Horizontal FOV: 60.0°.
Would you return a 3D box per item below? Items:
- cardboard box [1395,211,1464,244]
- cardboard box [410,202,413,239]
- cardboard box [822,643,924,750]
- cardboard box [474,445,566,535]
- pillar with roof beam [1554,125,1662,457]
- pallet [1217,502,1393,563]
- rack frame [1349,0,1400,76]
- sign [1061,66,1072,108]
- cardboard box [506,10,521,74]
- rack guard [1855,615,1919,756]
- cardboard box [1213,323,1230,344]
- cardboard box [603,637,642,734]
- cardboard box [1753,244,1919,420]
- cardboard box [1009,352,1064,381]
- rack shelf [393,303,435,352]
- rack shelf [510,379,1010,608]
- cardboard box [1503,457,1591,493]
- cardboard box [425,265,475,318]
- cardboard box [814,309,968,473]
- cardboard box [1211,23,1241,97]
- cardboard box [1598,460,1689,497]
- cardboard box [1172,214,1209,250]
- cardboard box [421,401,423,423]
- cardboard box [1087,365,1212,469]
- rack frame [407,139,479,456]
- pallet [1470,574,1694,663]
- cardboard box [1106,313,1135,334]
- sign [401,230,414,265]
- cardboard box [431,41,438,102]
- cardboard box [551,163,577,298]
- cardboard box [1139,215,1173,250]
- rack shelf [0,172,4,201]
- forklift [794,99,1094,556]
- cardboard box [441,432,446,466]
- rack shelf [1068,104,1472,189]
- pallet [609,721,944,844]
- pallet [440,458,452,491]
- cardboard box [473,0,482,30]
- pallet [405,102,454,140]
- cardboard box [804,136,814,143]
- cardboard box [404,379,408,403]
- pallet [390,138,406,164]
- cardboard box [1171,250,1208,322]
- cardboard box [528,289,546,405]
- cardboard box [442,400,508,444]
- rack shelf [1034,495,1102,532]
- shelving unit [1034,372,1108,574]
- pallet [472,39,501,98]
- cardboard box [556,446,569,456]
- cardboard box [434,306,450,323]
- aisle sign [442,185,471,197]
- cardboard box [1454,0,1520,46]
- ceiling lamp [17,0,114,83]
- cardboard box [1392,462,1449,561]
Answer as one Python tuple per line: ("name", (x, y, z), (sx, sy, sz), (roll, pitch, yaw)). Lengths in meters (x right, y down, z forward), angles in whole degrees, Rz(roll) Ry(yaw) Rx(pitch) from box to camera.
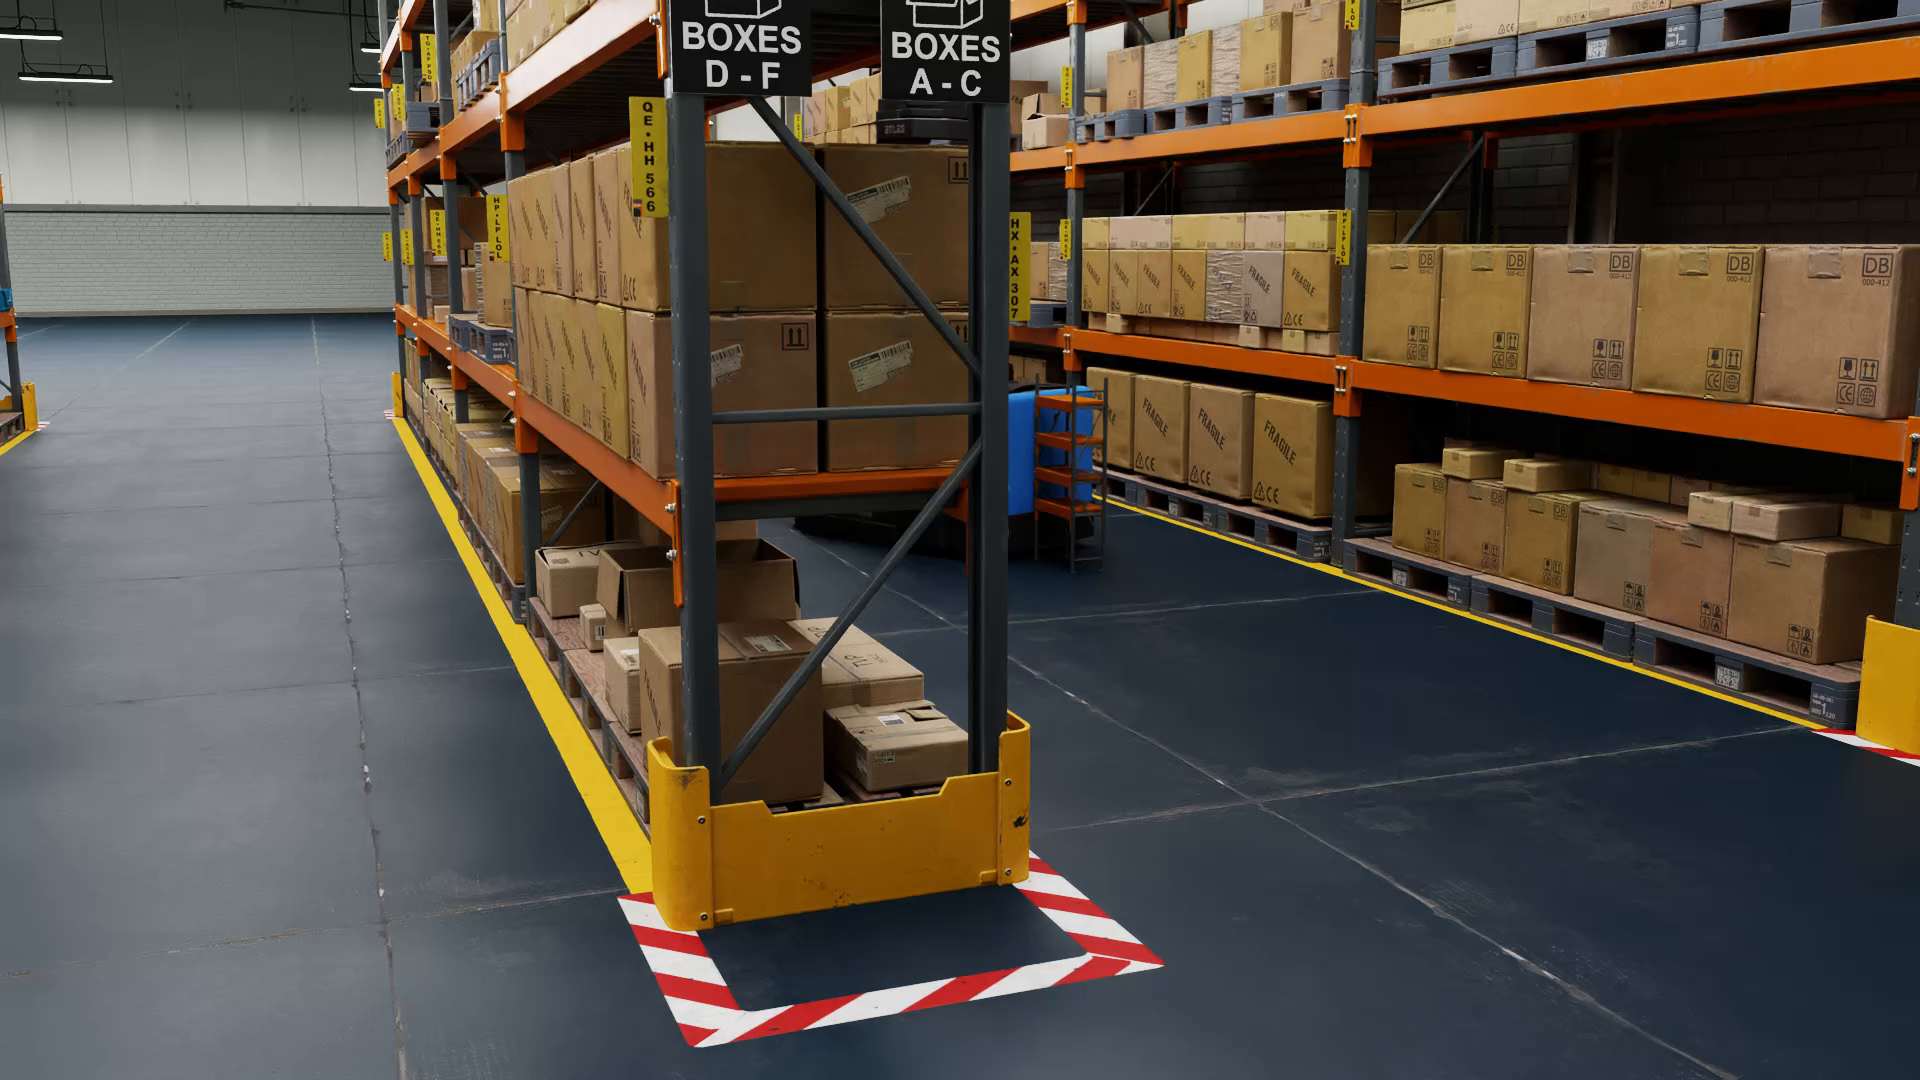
("cardboard box", (2.904, -2.003, 10.782), (0.500, 0.250, 0.500), (-4, 11, -19))
("cardboard box", (-5.581, -3.415, 18.063), (0.700, 0.500, 0.500), (-4, 11, -21))
("cardboard box", (-0.452, 0.580, 6.189), (0.500, 0.250, 0.500), (-4, 11, -21))
("cardboard box", (-2.773, -0.316, 10.512), (0.500, 0.500, 0.500), (-4, 11, -23))
("pillar with roof beam", (-0.125, -3.958, 7.974), (9.100, 9.000, 0.400), (-4, 11, -21))
("pallet", (2.478, -0.085, 11.294), (1.003, 0.211, 1.213), (-4, 11, -21))
("rack frame", (2.828, -4.290, 9.844), (1.000, 3.000, 0.127), (-4, 11, -21))
("sign", (0.872, -3.687, 13.540), (0.100, 0.325, 0.005), (-4, 11, -21))
("cardboard box", (-1.842, -2.329, 7.814), (0.500, 0.250, 0.500), (-4, 11, -21))
("rack guard", (4.286, 0.551, 6.895), (1.175, 0.500, 0.348), (-4, 11, -21))
("cardboard box", (2.022, -1.470, 11.780), (0.380, 0.149, 0.250), (-4, 11, -22))
("cardboard box", (-1.081, 0.538, 6.424), (0.500, 0.250, 0.500), (-4, 11, -21))
("cardboard box", (4.083, -0.914, 7.137), (0.980, 0.700, 0.700), (-3, 11, -18))
("cardboard box", (0.729, -1.639, 15.812), (0.500, 0.250, 0.500), (-4, 11, -21))
("rack shelf", (-5.412, -2.300, 17.838), (1.077, 0.370, 4.000), (-4, 11, -21))
("rack shelf", (-1.063, -0.341, 6.826), (1.077, 0.370, 4.000), (-4, 11, -21))
("cardboard box", (3.146, -0.351, 8.913), (0.380, 0.149, 0.250), (-4, 11, -23))
("cardboard box", (-4.854, -2.449, 16.335), (0.700, 0.500, 0.500), (-4, 11, -22))
("cardboard box", (-0.254, -0.507, 5.420), (0.500, 0.500, 0.500), (-4, 11, -20))
("cardboard box", (2.227, -3.402, 11.876), (0.700, 0.500, 0.500), (-4, 11, -21))
("cardboard box", (3.610, -0.327, 8.782), (0.380, 0.149, 0.250), (-4, 11, -22))
("cardboard box", (1.874, -2.222, 12.012), (0.500, 0.250, 0.500), (-4, 11, -22))
("cardboard box", (-5.059, -1.242, 16.491), (0.500, 0.250, 0.500), (-4, 11, -21))
("cardboard box", (1.522, -1.009, 13.469), (0.750, 0.750, 0.750), (-4, 11, -22))
("rack frame", (-4.687, -2.327, 15.939), (1.000, 3.000, 0.127), (-4, 11, -21))
("pallet", (3.476, 0.365, 8.766), (1.003, 0.211, 1.213), (-4, 11, -21))
("cardboard box", (1.382, -1.717, 13.167), (0.380, 0.149, 0.250), (-4, 11, -19))
("sign", (-5.204, -2.757, 15.657), (0.100, 0.325, 0.005), (-4, 11, -21))
("cardboard box", (-4.500, -4.203, 15.007), (0.500, 0.500, 0.500), (-4, 11, -20))
("cardboard box", (-1.318, -1.216, 6.550), (0.500, 0.500, 0.500), (-4, 11, -19))
("cardboard box", (1.683, -2.305, 12.478), (0.500, 0.250, 0.500), (-4, 11, -21))
("rack shelf", (-10.030, -3.463, 15.811), (1.077, 0.370, 4.000), (-4, 11, -21))
("forklift", (-0.521, -1.520, 11.594), (3.031, 2.935, 1.130), (9, 14, 42))
("cardboard box", (-4.025, -0.764, 13.803), (0.500, 0.250, 0.500), (-4, 11, -20))
("rack shelf", (2.103, -2.786, 12.005), (1.077, 0.370, 4.000), (-4, 11, -21))
("pallet", (-0.656, 0.862, 5.973), (1.003, 0.211, 1.213), (-4, 11, -21))
("pallet", (-3.938, -0.637, 14.400), (1.003, 0.211, 1.213), (-4, 11, -21))
("cardboard box", (-3.085, -3.621, 11.507), (0.500, 0.500, 0.500), (-4, 11, -21))
("pallet", (-3.567, -3.163, 12.613), (1.213, 0.211, 1.003), (-3, 11, -18))
("cardboard box", (-1.633, -4.761, 20.711), (0.500, 0.500, 0.500), (-4, 11, -19))
("cardboard box", (-6.149, -1.732, 19.242), (0.500, 0.250, 0.500), (-4, 11, -21))
("pallet", (-5.459, -4.097, 17.575), (1.003, 0.211, 1.213), (-4, 11, -21))
("cardboard box", (1.872, -1.848, 12.051), (0.500, 0.500, 0.500), (-4, 11, -19))
("cardboard box", (-1.669, -0.887, 7.556), (0.500, 0.500, 0.500), (-4, 11, -20))
("cardboard box", (-3.851, -0.958, 13.291), (0.500, 0.311, 0.500), (-4, 11, -22))
("rack shelf", (0.690, -0.170, 10.466), (0.258, 0.148, 0.480), (-5, 11, -24))
("shelving unit", (0.690, -0.431, 10.419), (0.258, 1.200, 0.503), (-5, 11, -24))
("pallet", (-1.959, -2.517, 8.975), (1.213, 0.211, 1.003), (-4, 11, -21))
("cardboard box", (-2.297, -0.353, 10.720), (0.500, 0.500, 0.500), (-4, 11, -23))
("cardboard box", (-4.556, -2.046, 15.075), (0.380, 0.149, 0.250), (-4, 11, -21))
("aisle sign", (-5.887, -4.290, 19.547), (0.394, 0.787, 0.004), (-4, 11, -21))
("cardboard box", (3.004, -2.782, 8.873), (0.500, 0.250, 0.500), (-4, 11, -22))
("ceiling lamp", (-21.396, -12.549, 39.605), (2.000, 3.185, 0.800), (-4, 11, -21))
("cardboard box", (3.003, -0.184, 9.828), (0.700, 0.500, 0.500), (-4, 11, -20))
